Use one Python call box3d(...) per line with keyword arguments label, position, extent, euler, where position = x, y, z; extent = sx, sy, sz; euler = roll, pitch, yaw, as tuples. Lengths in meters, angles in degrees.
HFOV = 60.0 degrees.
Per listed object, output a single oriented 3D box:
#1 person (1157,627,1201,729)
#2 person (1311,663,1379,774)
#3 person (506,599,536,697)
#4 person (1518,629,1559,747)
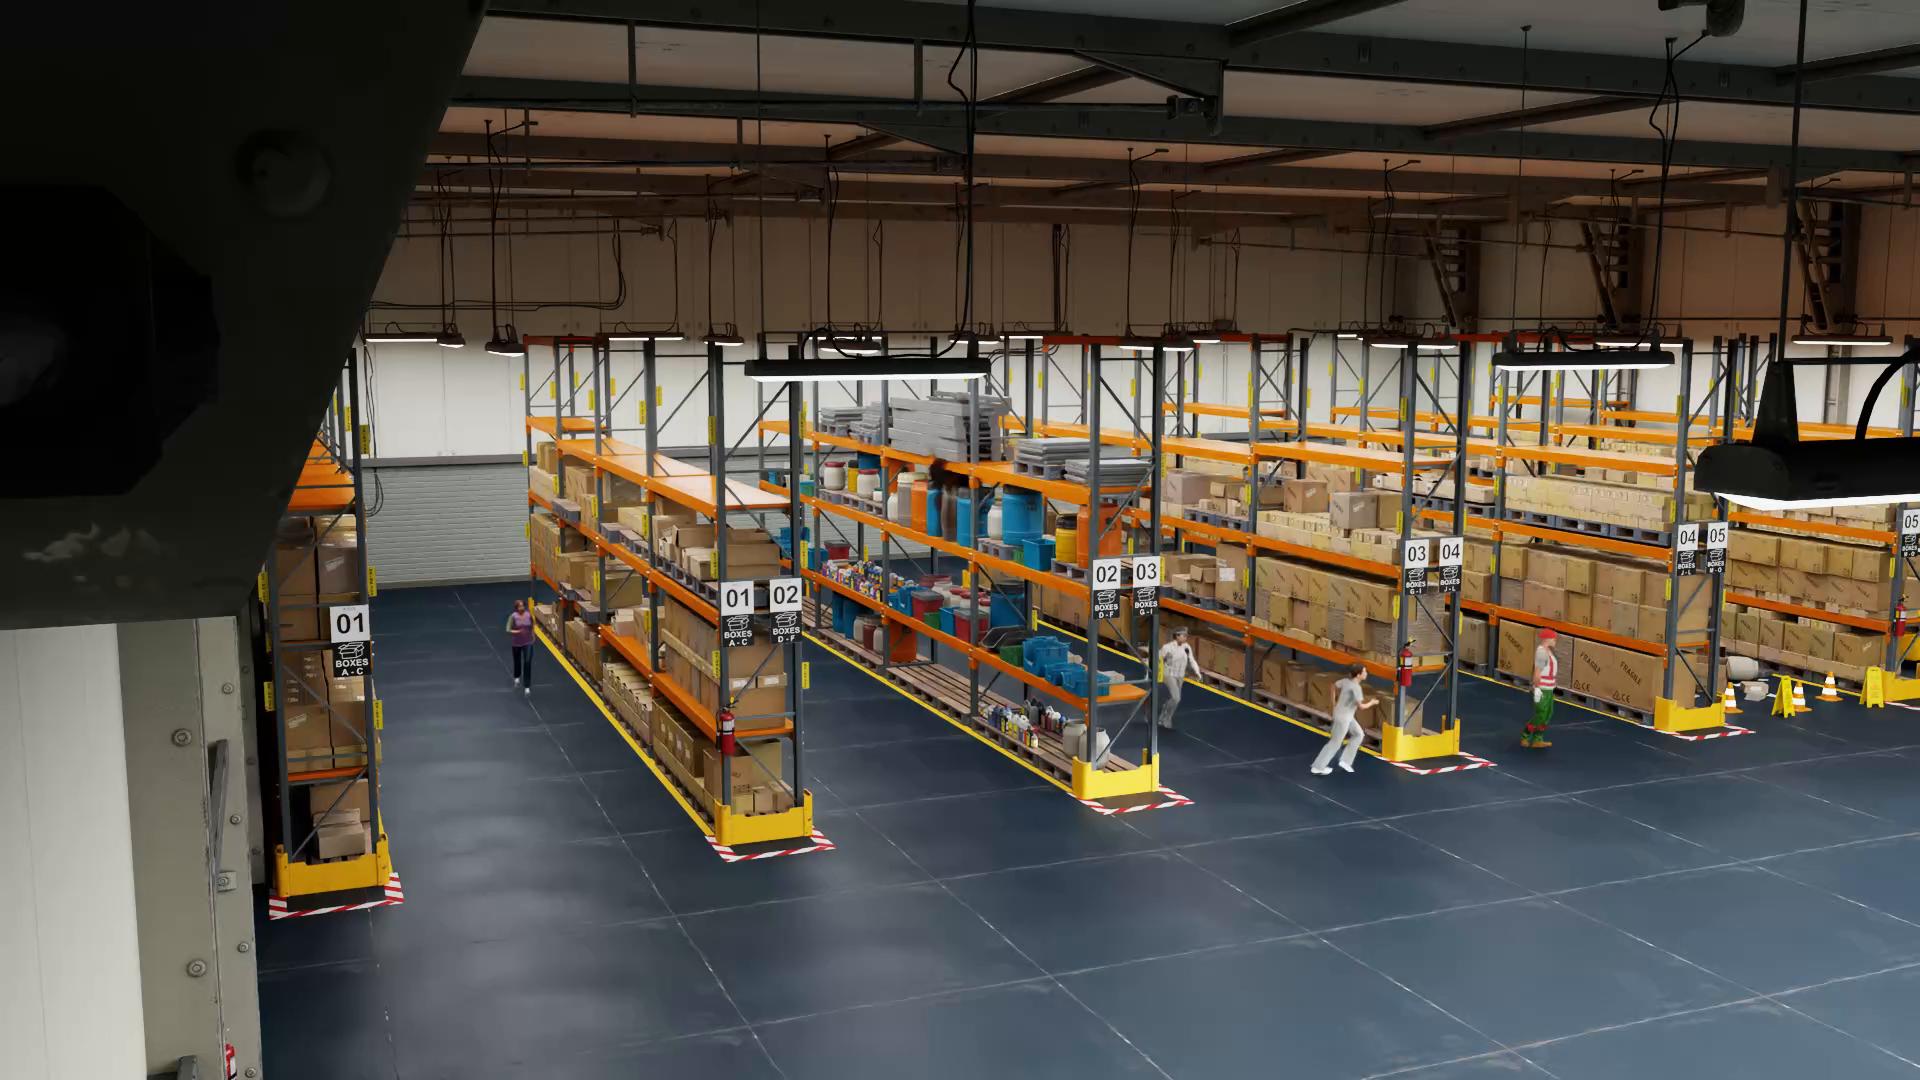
box3d(label="person", position=(3.357, 2.116, 25.607), extent=(0.567, 1.621, 0.787), euler=(-5, 9, -33))
box3d(label="person", position=(5.340, 2.483, 23.062), extent=(0.921, 1.603, 0.565), euler=(0, 8, 1))
box3d(label="person", position=(-7.420, 1.790, 28.117), extent=(0.513, 1.594, 0.861), euler=(-3, 8, -22))
box3d(label="person", position=(8.549, 2.199, 24.562), extent=(0.475, 1.759, 0.655), euler=(4, 9, 27))
